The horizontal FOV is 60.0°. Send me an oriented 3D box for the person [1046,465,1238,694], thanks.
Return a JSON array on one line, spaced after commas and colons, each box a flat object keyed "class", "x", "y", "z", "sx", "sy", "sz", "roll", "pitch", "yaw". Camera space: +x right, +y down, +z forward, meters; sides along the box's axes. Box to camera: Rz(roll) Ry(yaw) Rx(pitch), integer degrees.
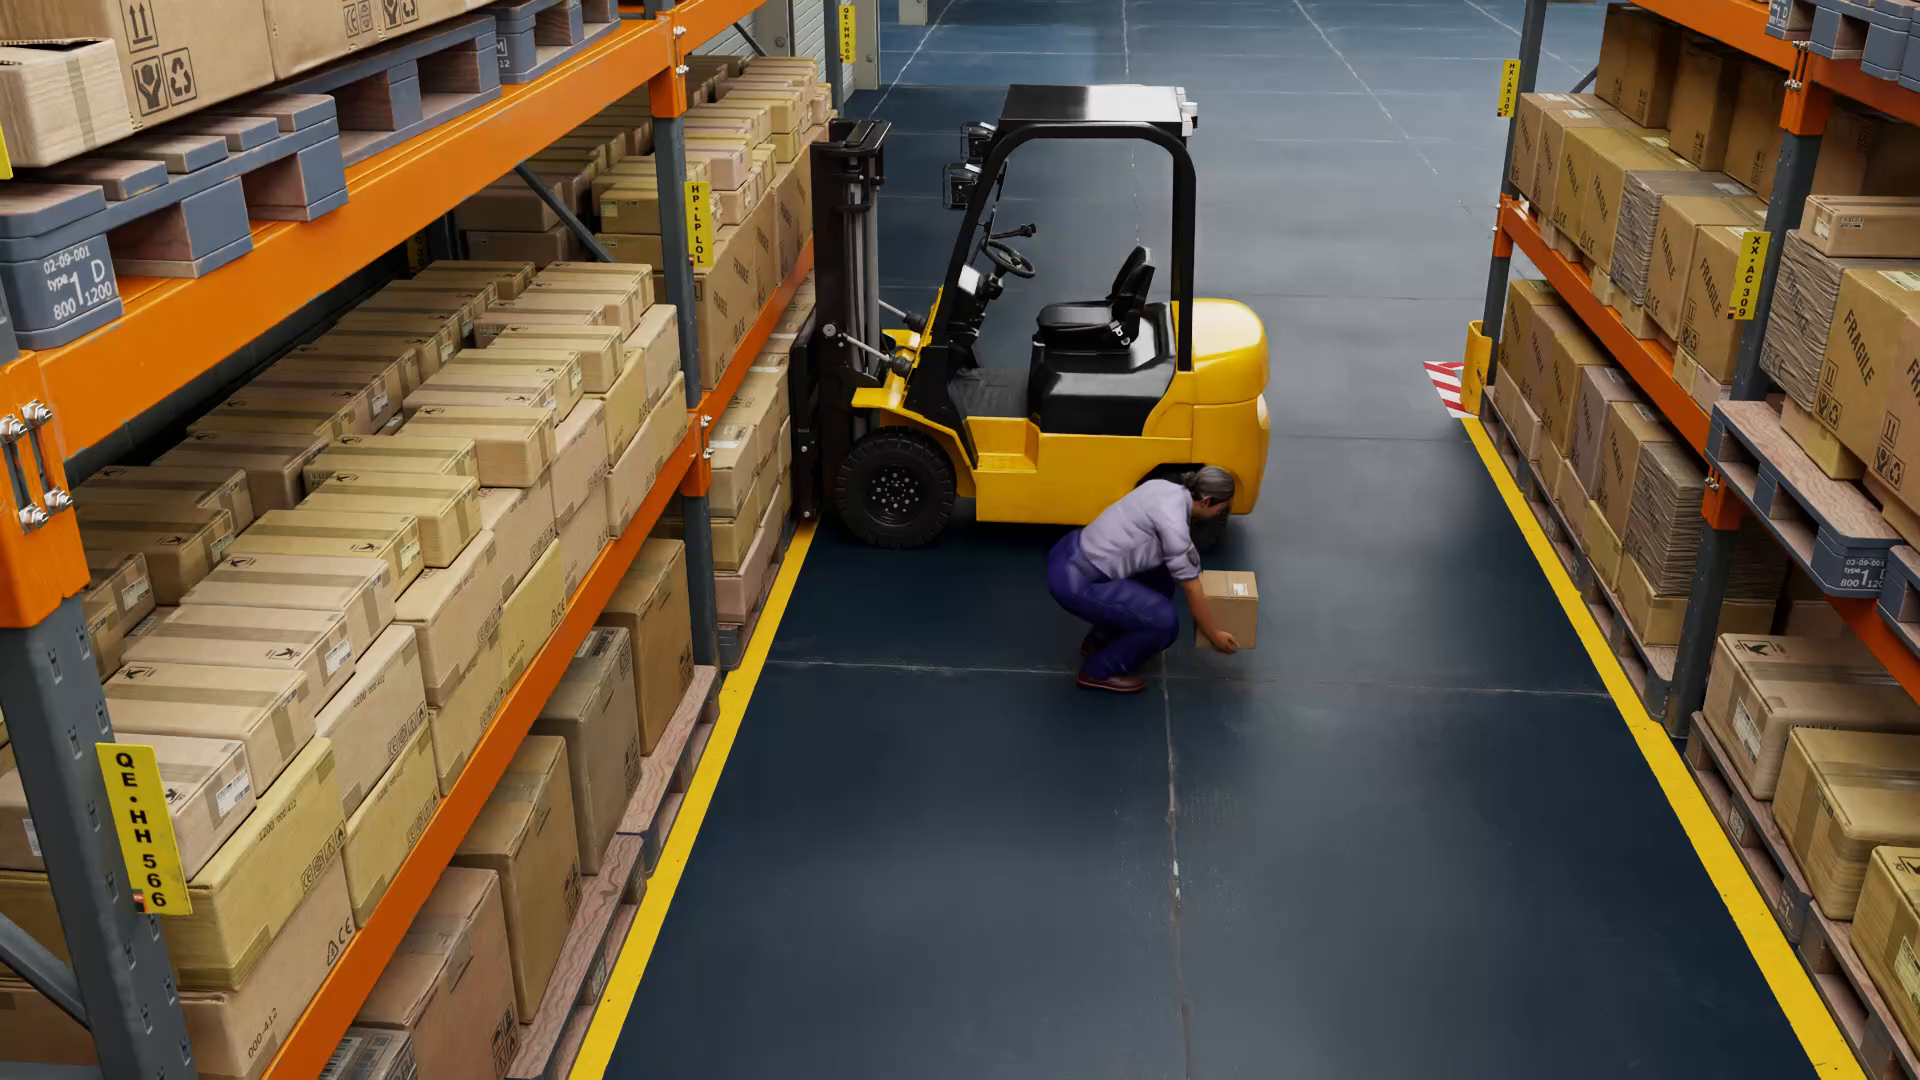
[{"class": "person", "x": 0.783, "y": 0.141, "z": 7.144, "sx": 0.825, "sy": 0.965, "sz": 0.525, "roll": 2, "pitch": 25, "yaw": 4}]
